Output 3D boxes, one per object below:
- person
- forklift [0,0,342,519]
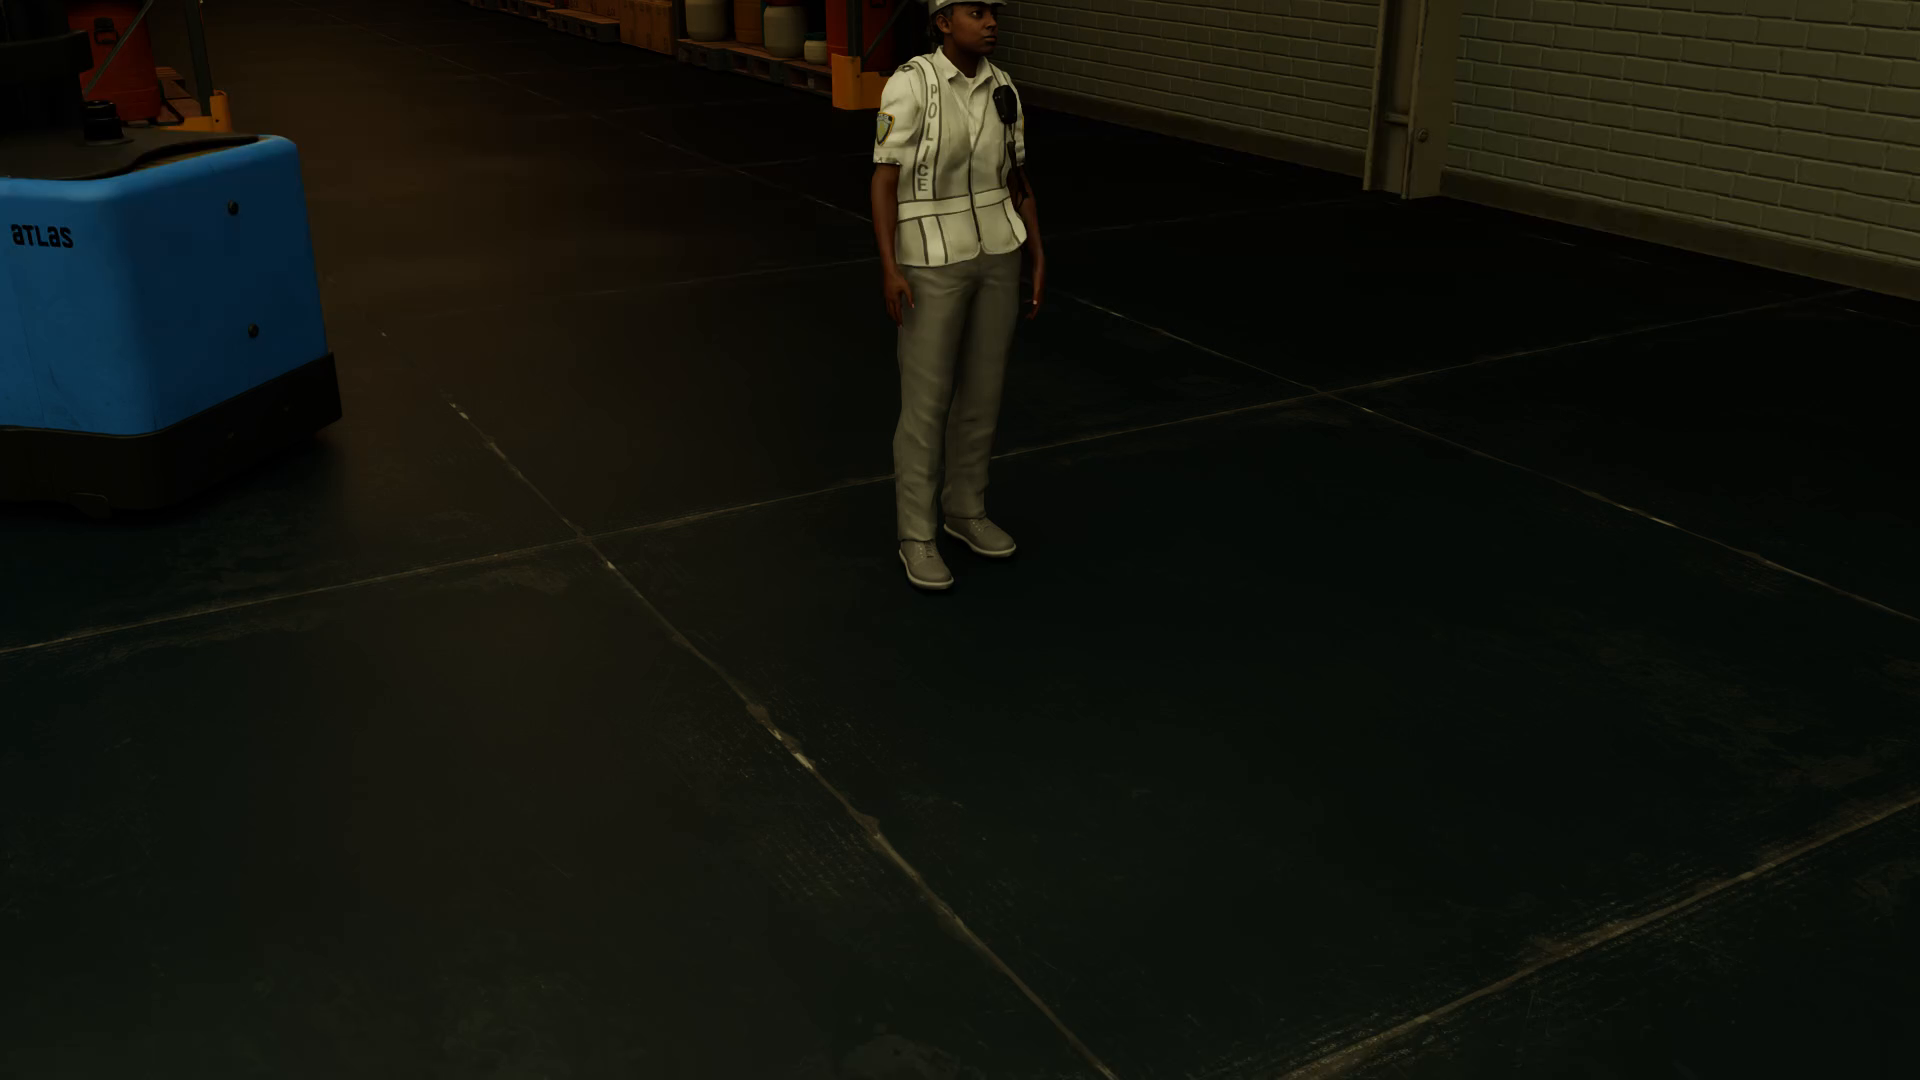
[{"bbox_3d":[0.020,-0.761,4.742,0.569,1.692,0.530,-12,25,-28],"label":"person"},{"bbox_3d":[-3.815,-1.709,5.439,3.031,2.935,1.130,6,23,13],"label":"forklift"}]
